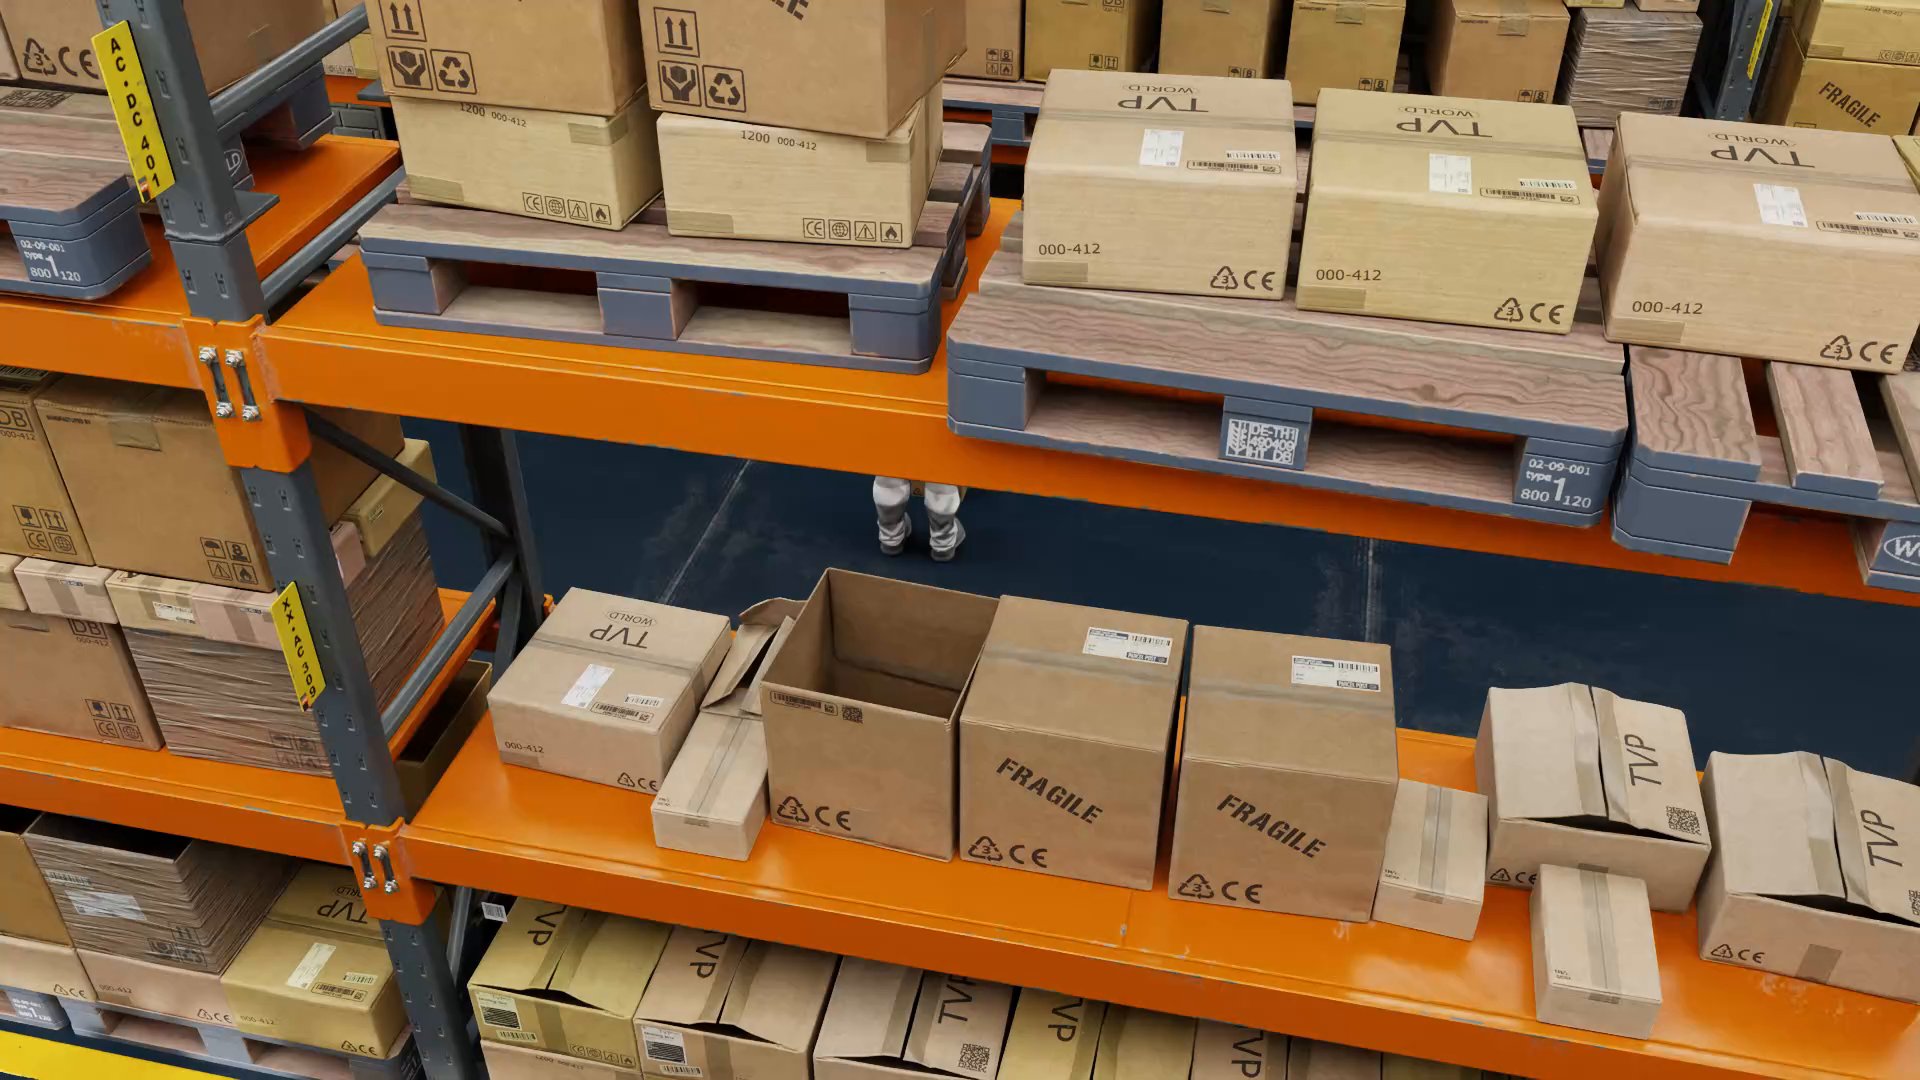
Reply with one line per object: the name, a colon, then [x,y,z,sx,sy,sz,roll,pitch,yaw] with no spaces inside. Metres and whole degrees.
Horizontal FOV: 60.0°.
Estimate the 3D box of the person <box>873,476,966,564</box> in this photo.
person: [-0.201,-0.704,7.093,0.527,1.780,0.344,8,37,11]
